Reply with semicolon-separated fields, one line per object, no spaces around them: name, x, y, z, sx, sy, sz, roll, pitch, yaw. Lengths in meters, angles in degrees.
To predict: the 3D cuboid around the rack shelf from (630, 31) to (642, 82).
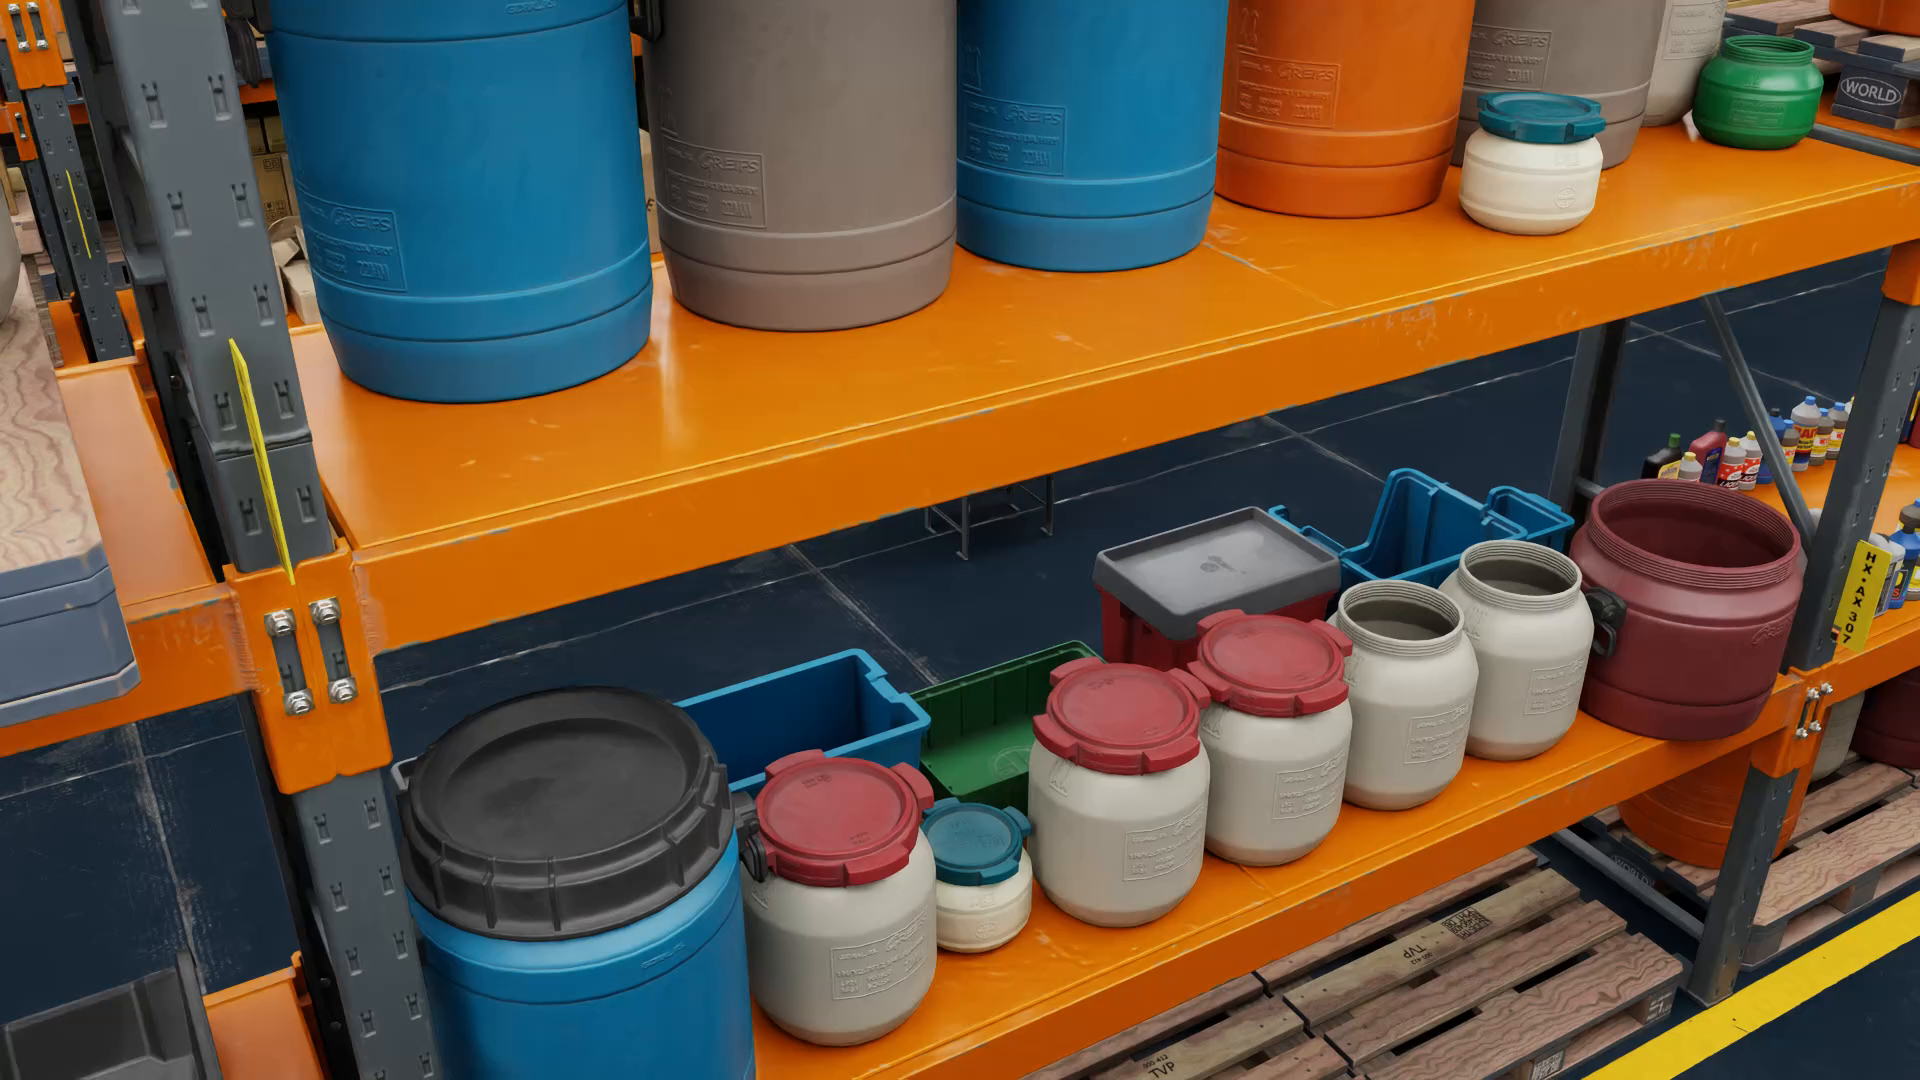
rack shelf;-1.044;-4.296;13.675;4.000;0.370;1.077;-16;33;-26

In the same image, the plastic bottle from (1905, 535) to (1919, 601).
plastic bottle;2.986;0.081;5.205;0.097;0.201;0.097;0;29;0

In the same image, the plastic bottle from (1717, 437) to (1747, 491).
plastic bottle;2.691;-0.261;5.825;0.097;0.201;0.097;0;29;0

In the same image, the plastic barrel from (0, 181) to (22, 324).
plastic barrel;-1.668;-0.538;2.465;0.421;0.512;0.421;0;29;0

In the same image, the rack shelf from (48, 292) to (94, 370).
rack shelf;-5.428;-0.275;6.389;4.000;0.370;1.077;-16;33;-26

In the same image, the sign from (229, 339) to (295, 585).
sign;-0.929;-0.101;2.214;0.005;0.325;0.100;-16;33;-26

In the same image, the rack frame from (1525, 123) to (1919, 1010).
rack frame;2.251;0.006;5.135;0.127;3.000;1.000;-16;33;-26

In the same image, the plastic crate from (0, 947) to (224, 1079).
plastic crate;-1.713;1.087;3.240;0.504;0.338;0.767;-16;33;-26

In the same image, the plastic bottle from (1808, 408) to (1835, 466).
plastic bottle;3.111;-0.380;6.040;0.097;0.201;0.097;0;29;0

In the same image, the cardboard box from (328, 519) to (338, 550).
cardboard box;-2.789;-0.180;7.882;0.500;0.250;0.500;-15;32;-25

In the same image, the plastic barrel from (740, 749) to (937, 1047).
plastic barrel;-0.262;0.782;3.587;0.433;0.535;0.433;0;29;0

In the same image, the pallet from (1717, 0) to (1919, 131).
pallet;2.960;-1.371;4.722;1.213;0.211;1.003;-16;33;-26

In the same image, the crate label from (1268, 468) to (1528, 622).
crate label;1.257;0.121;4.890;0.616;0.435;0.502;-16;33;-26

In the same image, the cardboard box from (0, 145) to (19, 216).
cardboard box;-4.083;-1.580;6.563;0.500;0.500;0.700;-16;33;-26

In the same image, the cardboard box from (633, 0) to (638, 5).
cardboard box;-2.220;-4.317;12.535;0.500;0.500;0.500;-15;32;-25

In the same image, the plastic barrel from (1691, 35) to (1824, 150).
plastic barrel;2.064;-1.158;4.300;0.294;0.245;0.294;0;29;0

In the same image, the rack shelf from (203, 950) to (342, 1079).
rack shelf;-2.922;1.789;2.648;4.000;0.370;1.077;-16;33;-26

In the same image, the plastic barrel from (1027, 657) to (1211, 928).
plastic barrel;0.371;0.603;3.913;0.433;0.535;0.433;0;29;0

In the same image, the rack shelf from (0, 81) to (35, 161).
rack shelf;-7.941;-2.338;10.126;4.000;0.370;1.077;-16;33;-26

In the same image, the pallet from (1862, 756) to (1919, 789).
pallet;3.960;0.719;6.728;1.213;0.211;1.003;-16;33;-26

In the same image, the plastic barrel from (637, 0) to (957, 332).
plastic barrel;-0.305;-0.923;3.195;0.600;0.901;0.600;0;29;0

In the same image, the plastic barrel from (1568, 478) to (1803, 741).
plastic barrel;2.004;0.186;4.668;0.708;0.536;0.600;-16;33;-26

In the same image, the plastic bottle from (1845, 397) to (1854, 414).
plastic bottle;3.279;-0.428;6.127;0.097;0.201;0.097;0;29;0

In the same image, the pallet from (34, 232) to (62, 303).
pallet;-6.778;-1.742;11.189;1.213;0.211;1.003;-16;33;-26

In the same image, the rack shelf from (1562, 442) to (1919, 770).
rack shelf;3.975;-0.169;6.196;4.000;0.370;1.077;-16;33;-26

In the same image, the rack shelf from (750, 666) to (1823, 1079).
rack shelf;0.527;0.810;4.422;4.000;0.370;1.077;-16;33;-26

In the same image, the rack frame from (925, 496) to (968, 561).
rack frame;-0.068;-0.900;7.708;0.015;2.100;0.400;-16;33;-26

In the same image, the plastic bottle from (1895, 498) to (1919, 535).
plastic bottle;3.107;-0.039;5.422;0.097;0.201;0.097;0;29;0

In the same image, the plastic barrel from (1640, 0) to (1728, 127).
plastic barrel;1.828;-1.408;4.477;0.421;0.512;0.421;0;29;0

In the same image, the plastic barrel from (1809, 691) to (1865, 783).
plastic barrel;3.106;0.609;6.183;0.421;0.512;0.421;0;29;0

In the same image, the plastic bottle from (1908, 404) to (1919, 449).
plastic bottle;3.601;-0.485;6.145;0.133;0.283;0.061;-16;33;-26

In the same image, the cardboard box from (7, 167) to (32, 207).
cardboard box;-4.034;-1.422;6.948;0.250;0.149;0.380;-16;33;-26

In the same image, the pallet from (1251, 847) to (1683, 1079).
pallet;1.563;1.400;5.495;1.213;0.211;1.003;-16;33;-26

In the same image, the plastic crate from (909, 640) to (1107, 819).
plastic crate;0.161;0.534;4.398;0.662;0.188;0.450;-16;33;-26

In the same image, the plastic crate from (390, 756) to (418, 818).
plastic crate;-0.935;0.711;3.791;0.583;0.464;0.402;-16;33;-26

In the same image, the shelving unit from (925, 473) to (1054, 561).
shelving unit;0.143;-0.960;7.816;0.503;2.100;0.431;-16;33;-26

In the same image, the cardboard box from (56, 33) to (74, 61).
cardboard box;-5.761;-3.489;10.909;0.500;0.500;0.700;-16;33;-26

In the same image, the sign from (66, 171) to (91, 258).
sign;-3.421;-1.262;6.455;0.005;0.325;0.100;-16;33;-26

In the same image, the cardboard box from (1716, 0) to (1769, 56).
cardboard box;5.081;-3.466;11.323;0.500;0.500;0.500;-16;33;-27

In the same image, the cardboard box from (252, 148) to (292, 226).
cardboard box;-5.171;-2.575;11.943;0.500;0.500;0.700;-17;33;-27

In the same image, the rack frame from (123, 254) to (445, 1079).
rack frame;-1.198;0.985;3.361;0.127;3.000;1.000;-16;33;-26

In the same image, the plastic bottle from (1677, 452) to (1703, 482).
plastic bottle;2.492;-0.205;5.722;0.097;0.201;0.097;0;29;0

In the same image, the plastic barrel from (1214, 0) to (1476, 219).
plastic barrel;0.869;-1.225;3.816;0.708;0.830;0.600;-16;33;-26

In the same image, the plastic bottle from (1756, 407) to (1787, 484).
plastic bottle;2.859;-0.340;5.894;0.097;0.271;0.097;0;29;0

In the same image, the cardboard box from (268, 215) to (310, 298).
cardboard box;-3.039;-1.313;7.663;0.258;0.266;0.396;-17;33;-28

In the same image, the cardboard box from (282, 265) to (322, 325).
cardboard box;-2.836;-1.101;7.401;0.250;0.149;0.380;-16;33;-26

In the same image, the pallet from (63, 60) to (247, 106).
pallet;-5.484;-3.185;11.115;1.213;0.211;1.003;-16;33;-26

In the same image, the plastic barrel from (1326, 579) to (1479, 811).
plastic barrel;1.109;0.401;4.304;0.421;0.512;0.421;0;29;0

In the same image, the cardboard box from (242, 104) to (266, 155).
cardboard box;-5.213;-2.865;11.693;0.500;0.250;0.500;-17;33;-27

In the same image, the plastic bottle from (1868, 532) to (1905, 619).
plastic bottle;2.788;0.089;5.113;0.135;0.276;0.152;-16;33;-26

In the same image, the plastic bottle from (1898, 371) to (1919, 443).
plastic bottle;3.527;-0.551;6.195;0.185;0.351;0.144;-16;33;-26

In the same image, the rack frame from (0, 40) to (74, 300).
rack frame;-6.217;-3.142;10.840;0.127;3.000;1.000;-16;33;-26
